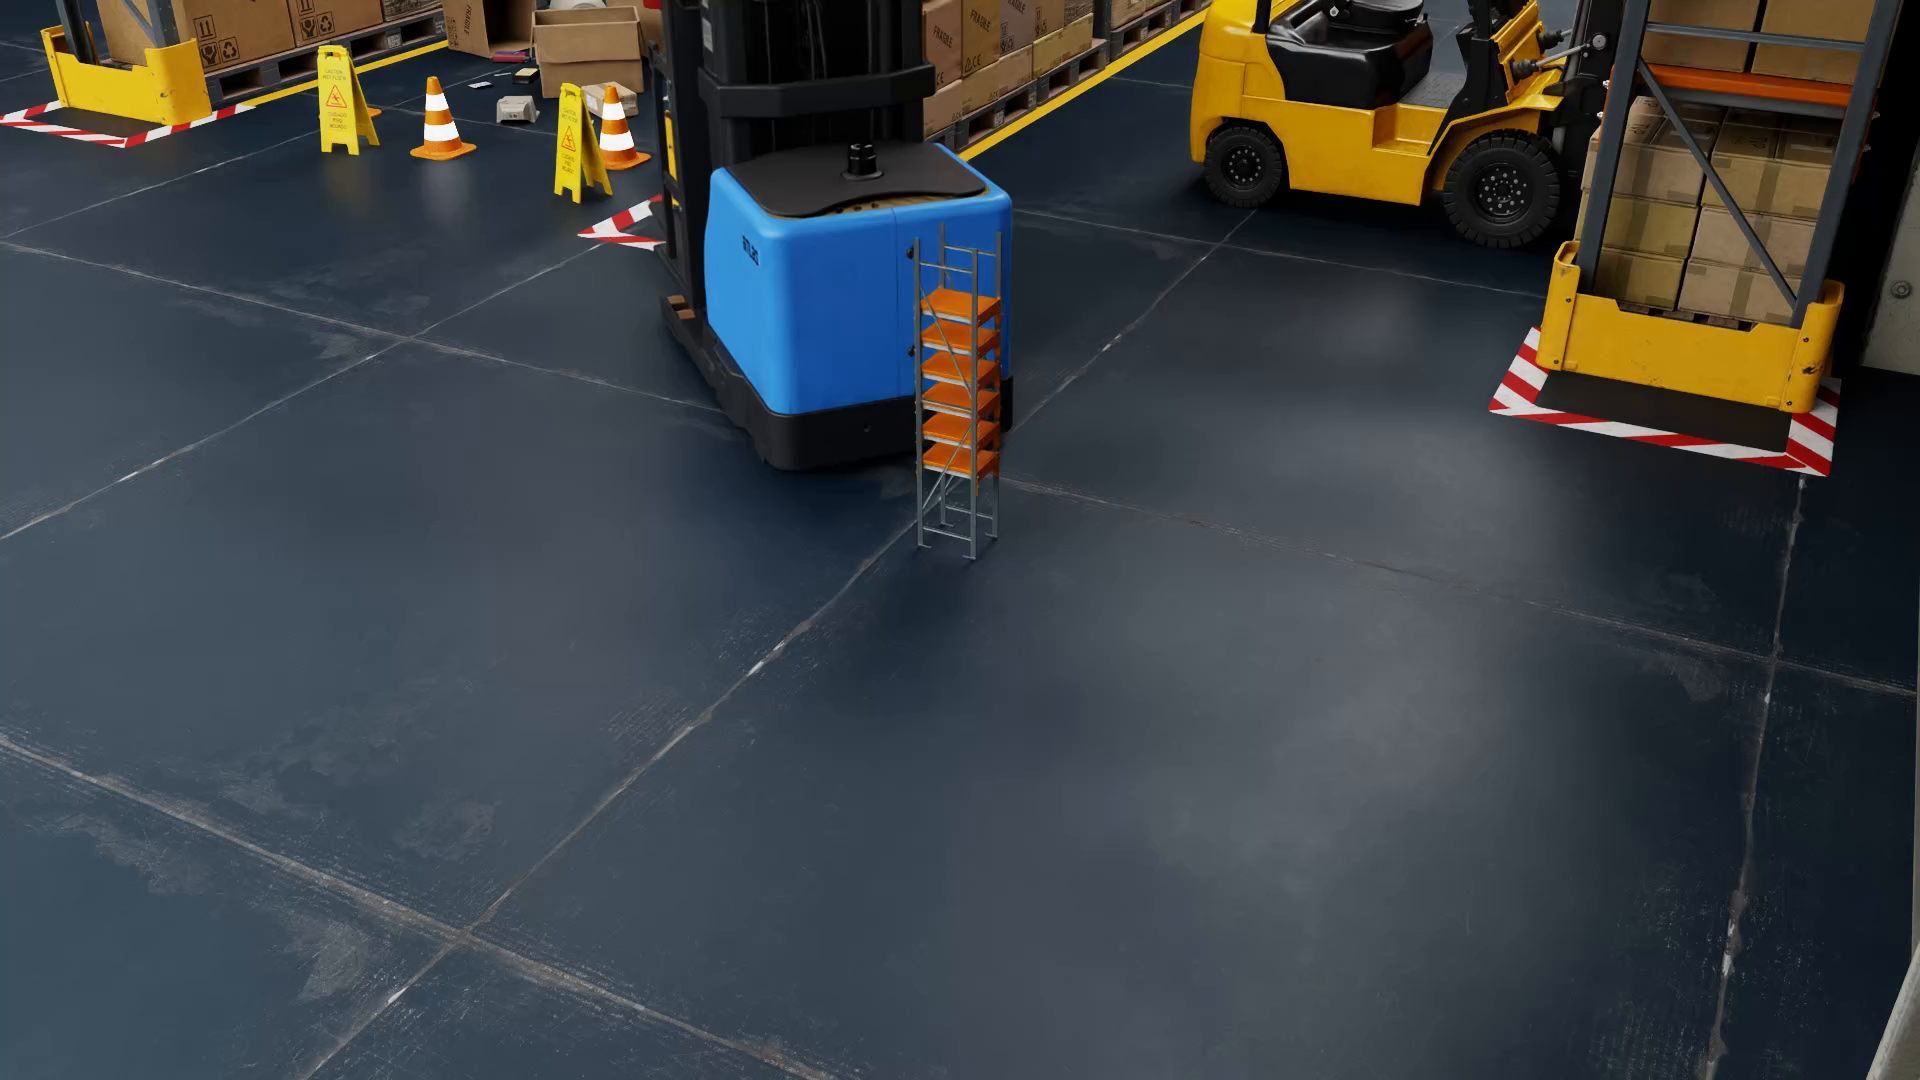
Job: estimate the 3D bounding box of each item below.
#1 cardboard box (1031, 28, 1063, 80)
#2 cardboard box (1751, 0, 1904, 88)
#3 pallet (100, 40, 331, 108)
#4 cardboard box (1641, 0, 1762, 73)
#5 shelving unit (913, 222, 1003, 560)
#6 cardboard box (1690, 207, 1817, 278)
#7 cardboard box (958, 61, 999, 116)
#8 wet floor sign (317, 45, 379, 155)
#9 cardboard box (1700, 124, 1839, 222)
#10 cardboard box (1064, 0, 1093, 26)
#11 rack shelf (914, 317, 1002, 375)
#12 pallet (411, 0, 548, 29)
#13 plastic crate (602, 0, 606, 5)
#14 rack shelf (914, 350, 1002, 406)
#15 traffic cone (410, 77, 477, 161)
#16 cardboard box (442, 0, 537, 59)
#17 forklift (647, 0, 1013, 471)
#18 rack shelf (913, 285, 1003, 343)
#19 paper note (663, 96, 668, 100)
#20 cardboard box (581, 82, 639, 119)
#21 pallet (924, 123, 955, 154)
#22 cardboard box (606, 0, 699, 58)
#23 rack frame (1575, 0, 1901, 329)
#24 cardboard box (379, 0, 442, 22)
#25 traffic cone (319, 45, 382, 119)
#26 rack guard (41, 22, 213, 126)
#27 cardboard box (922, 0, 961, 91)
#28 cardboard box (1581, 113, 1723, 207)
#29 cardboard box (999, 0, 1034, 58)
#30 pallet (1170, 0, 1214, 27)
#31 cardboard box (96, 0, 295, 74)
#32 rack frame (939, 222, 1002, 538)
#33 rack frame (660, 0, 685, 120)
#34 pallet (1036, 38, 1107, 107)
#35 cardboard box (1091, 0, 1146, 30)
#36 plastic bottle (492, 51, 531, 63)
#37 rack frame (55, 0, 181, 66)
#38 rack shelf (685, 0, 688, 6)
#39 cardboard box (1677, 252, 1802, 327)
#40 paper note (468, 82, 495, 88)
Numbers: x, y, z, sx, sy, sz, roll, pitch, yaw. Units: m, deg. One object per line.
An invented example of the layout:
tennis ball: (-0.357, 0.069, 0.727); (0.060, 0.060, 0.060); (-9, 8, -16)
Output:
cardboard box: (0.382, -3.382, 11.466); (0.500, 0.250, 0.500); (13, 32, 22)
cardboard box: (3.716, -2.256, 7.066); (0.500, 0.500, 0.500); (15, 33, 25)
pallet: (-5.335, -3.421, 11.996); (1.003, 0.211, 1.213); (14, 33, 23)
cardboard box: (3.234, -2.377, 7.277); (0.500, 0.500, 0.500); (14, 33, 22)
shelving unit: (-0.007, -0.514, 5.940); (0.258, 1.200, 0.189); (14, 33, 23)
cardboard box: (3.643, -1.424, 7.555); (0.500, 0.250, 0.500); (15, 33, 24)
cardboard box: (-0.087, -2.934, 10.687); (0.500, 0.250, 0.500); (17, 34, 27)
wet floor sign: (-3.880, -2.775, 10.435); (0.267, 0.644, 0.232); (9, 31, 15)
cardboard box: (3.631, -1.649, 7.445); (0.500, 0.250, 0.500); (14, 33, 23)
cardboard box: (0.615, -3.945, 11.695); (0.500, 0.500, 0.500); (14, 33, 23)
rack shelf: (-0.007, -0.683, 5.843); (0.258, 0.103, 0.180); (14, 33, 23)
pallet: (-4.223, -4.503, 13.880); (1.003, 0.211, 1.213); (14, 33, 23)
plastic crate: (-2.720, -4.463, 13.776); (0.662, 0.188, 0.450); (-18, 24, -28)
rack shelf: (-0.007, -0.579, 5.902); (0.258, 0.103, 0.180); (14, 33, 23)
traffic cone: (-3.272, -2.665, 10.425); (0.336, 0.463, 0.334); (14, 33, 23)
cardboard box: (-3.601, -4.028, 12.759); (0.500, 0.500, 0.500); (21, 36, 32)
forklift: (-0.800, -2.263, 7.248); (1.130, 2.935, 3.031); (-11, 32, -19)
rack shelf: (-0.007, -0.788, 5.783); (0.258, 0.103, 0.180); (14, 33, 23)
paper note: (-1.998, -3.101, 11.631); (0.142, 0.019, 0.148); (-25, 38, -36)
cardboard box: (-2.378, -2.983, 11.295); (0.250, 0.149, 0.380); (-18, 34, -28)
pallet: (-0.741, -2.357, 10.142); (1.003, 0.211, 1.213); (14, 33, 23)
cardboard box: (-2.212, -3.926, 12.445); (0.797, 0.637, 0.503); (14, 33, 23)
rack frame: (3.244, -2.056, 6.818); (1.000, 3.000, 0.127); (14, 33, 23)
cardboard box: (-4.563, -4.629, 13.011); (0.875, 0.875, 0.875); (15, 33, 24)
traffic cone: (-4.123, -3.072, 11.134); (0.336, 0.463, 0.334); (14, 33, 23)
rack guard: (-5.640, -3.164, 11.257); (1.175, 0.500, 0.348); (14, 33, 23)
cardboard box: (-0.319, -3.034, 10.107); (0.500, 0.500, 0.500); (13, 32, 21)
cardboard box: (3.176, -1.754, 7.628); (0.500, 0.250, 0.500); (15, 33, 25)
cardboard box: (0.153, -3.493, 10.907); (0.500, 0.500, 0.500); (16, 34, 26)
pallet: (1.553, -4.633, 14.105); (1.003, 0.211, 1.213); (14, 33, 23)
cardboard box: (-5.379, -3.835, 11.628); (0.875, 0.875, 0.875); (14, 33, 24)
rack frame: (0.035, -0.554, 6.011); (0.240, 1.200, 0.006); (14, 33, 23)
rack frame: (-1.177, -3.180, 8.776); (1.000, 3.000, 0.127); (14, 33, 23)
pallet: (0.371, -3.439, 12.026); (1.003, 0.211, 1.213); (14, 33, 23)
cardboard box: (0.882, -4.229, 12.820); (0.950, 0.372, 0.625); (15, 33, 24)
plastic bottle: (-3.361, -3.636, 12.521); (0.283, 0.061, 0.133); (4, 30, 6)
rack frame: (-5.630, -4.258, 10.653); (1.000, 3.000, 0.127); (14, 33, 23)
rack shelf: (-0.266, -3.755, 10.499); (1.077, 0.370, 4.000); (14, 33, 23)
cardboard box: (3.641, -1.219, 7.700); (0.500, 0.250, 0.500); (14, 33, 23)
paper note: (-3.423, -3.262, 11.901); (0.142, 0.017, 0.144); (-25, 38, -36)
